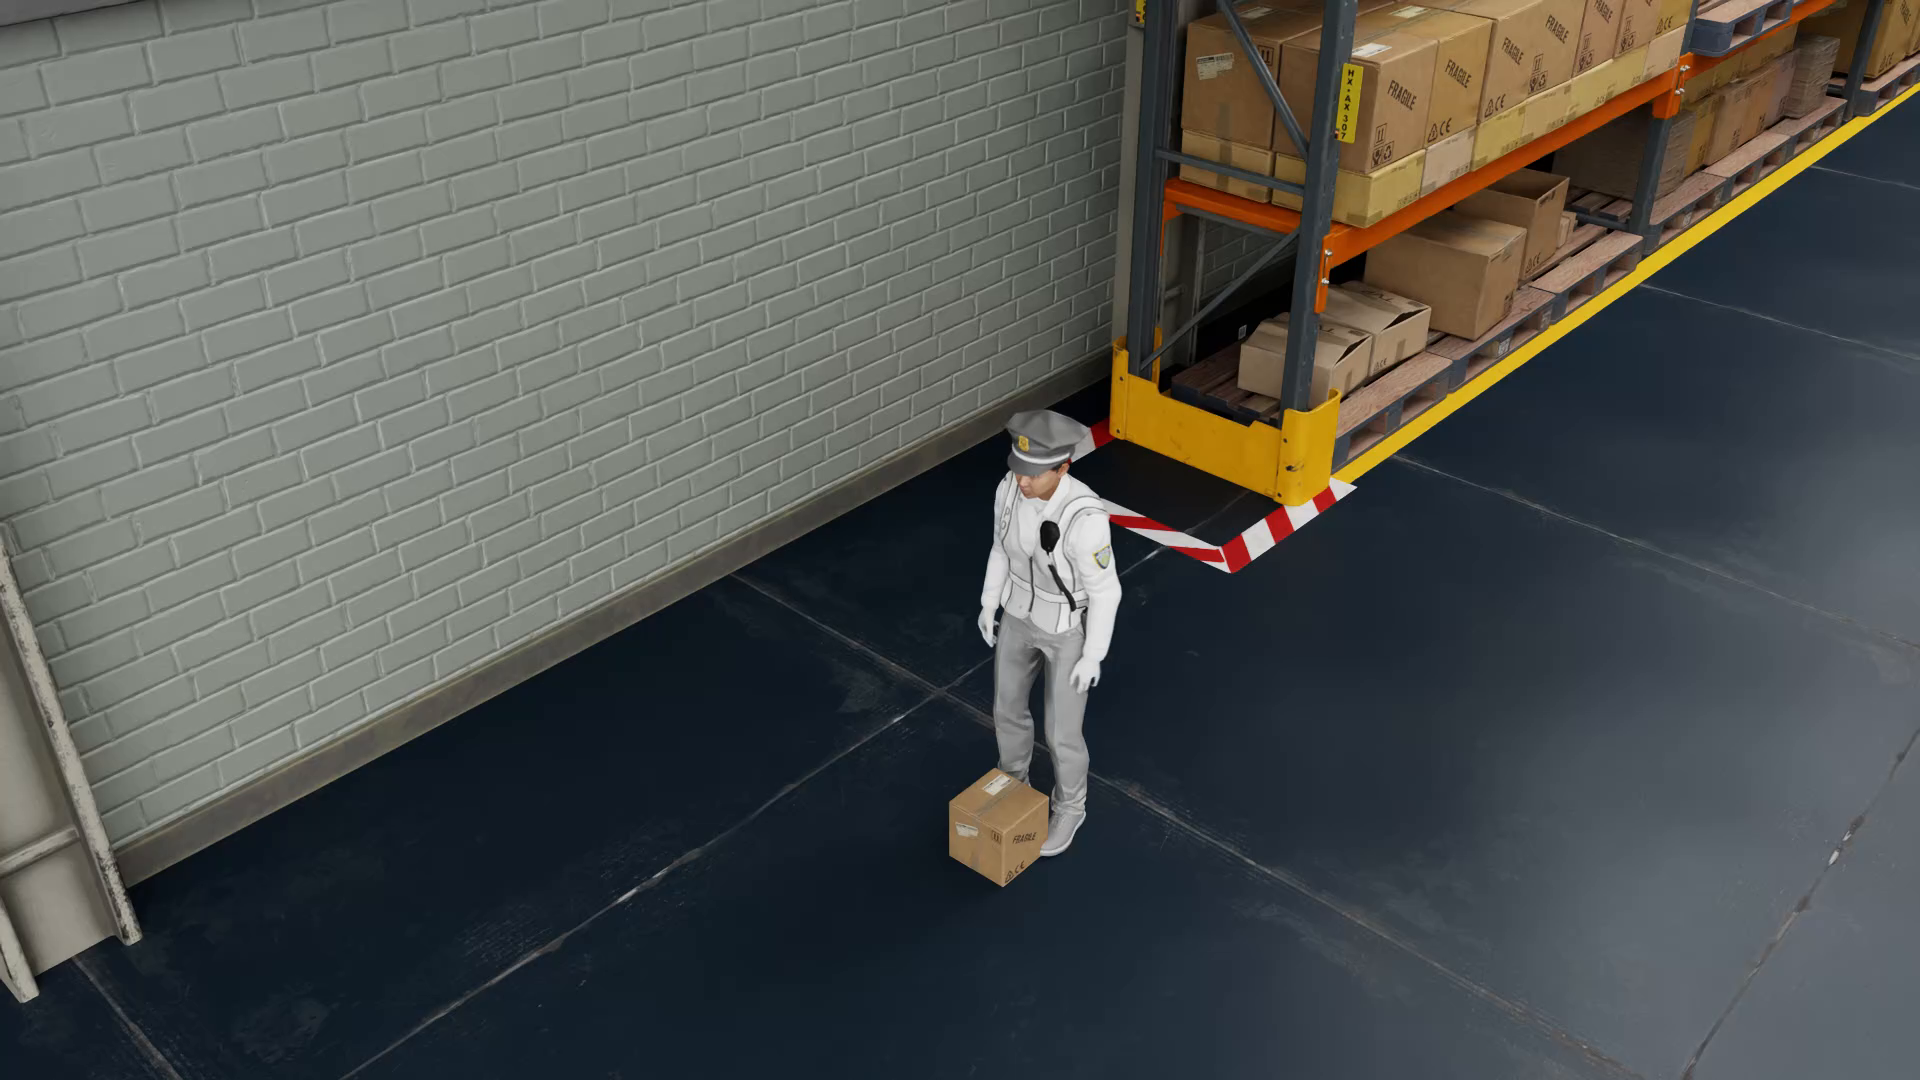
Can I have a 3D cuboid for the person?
[{"bbox_3d":[0.288,0.309,5.626,0.529,1.664,0.375,25,40,35],"label":"person"}]
